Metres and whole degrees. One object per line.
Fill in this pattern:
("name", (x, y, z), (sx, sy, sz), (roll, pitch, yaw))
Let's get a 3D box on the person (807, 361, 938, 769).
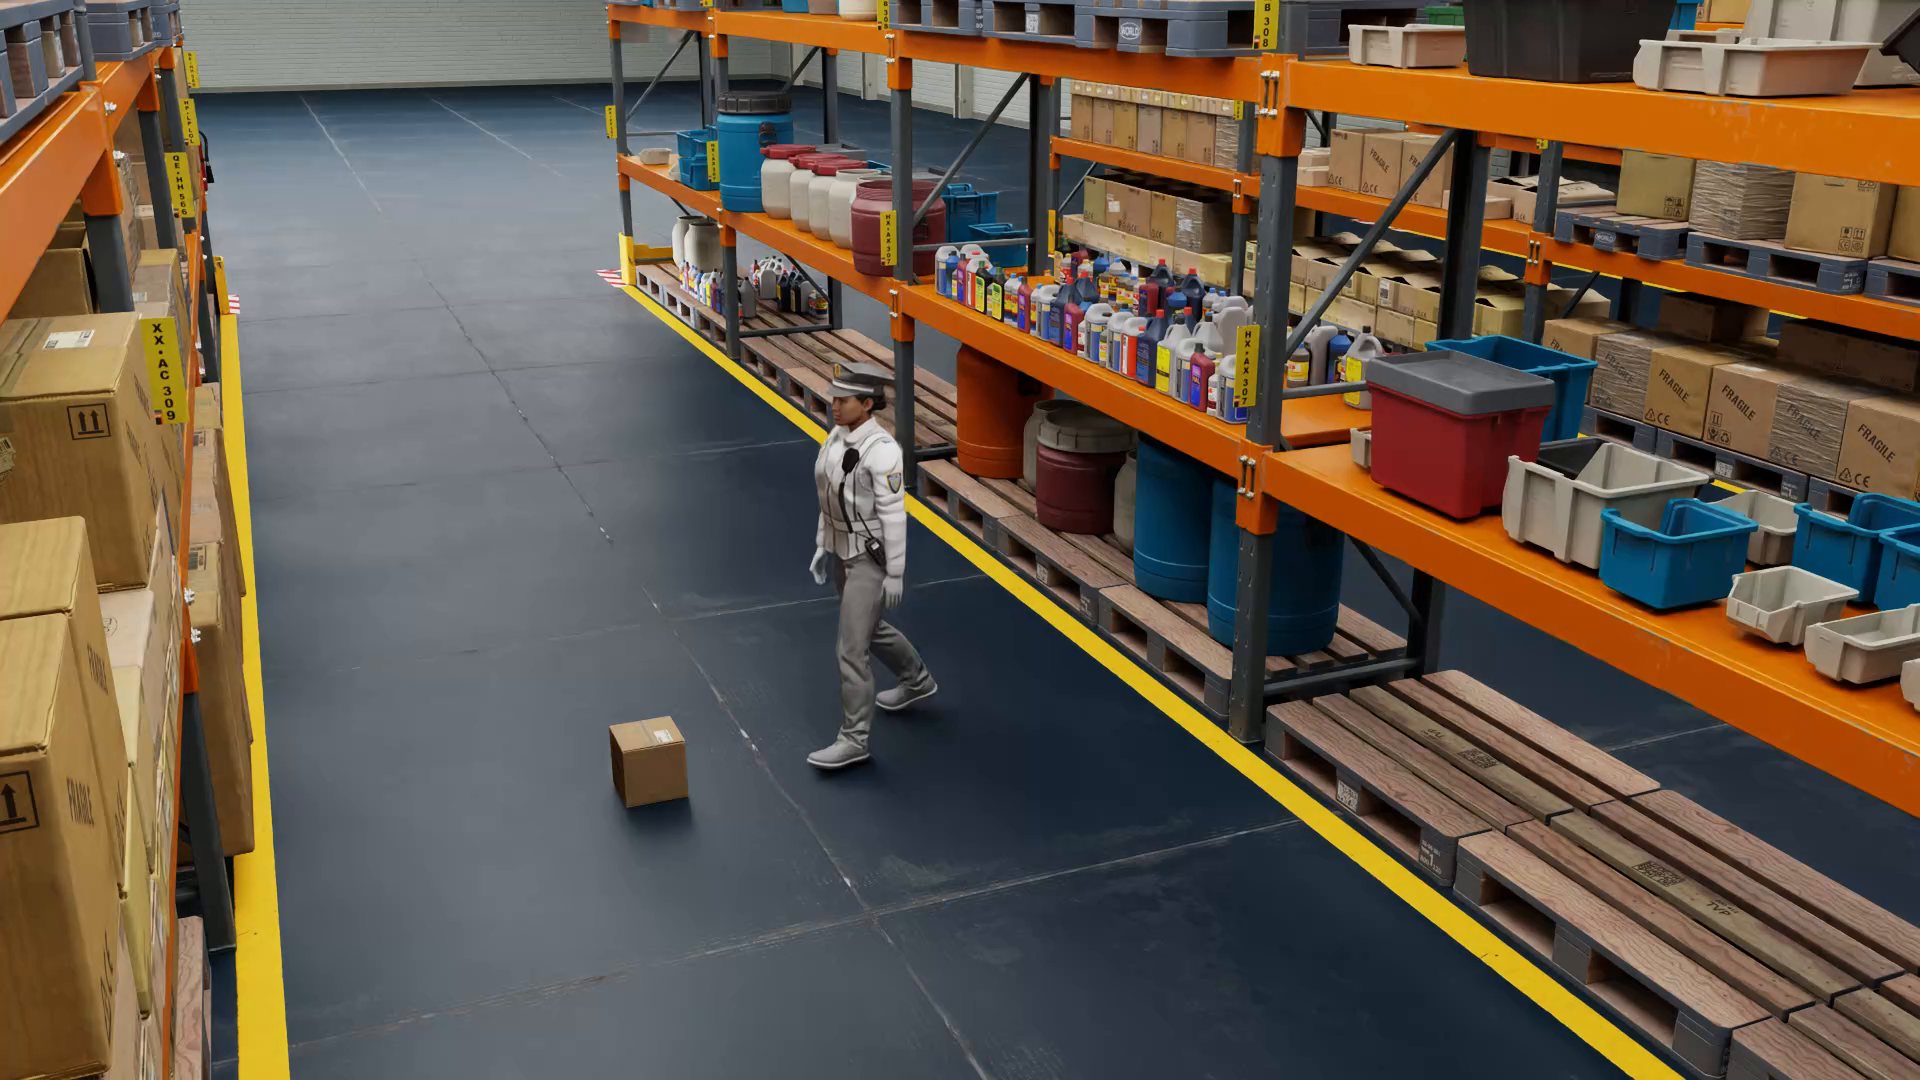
("person", (-0.372, 0.063, 6.854), (0.762, 1.665, 0.501), (-11, 22, -29))
